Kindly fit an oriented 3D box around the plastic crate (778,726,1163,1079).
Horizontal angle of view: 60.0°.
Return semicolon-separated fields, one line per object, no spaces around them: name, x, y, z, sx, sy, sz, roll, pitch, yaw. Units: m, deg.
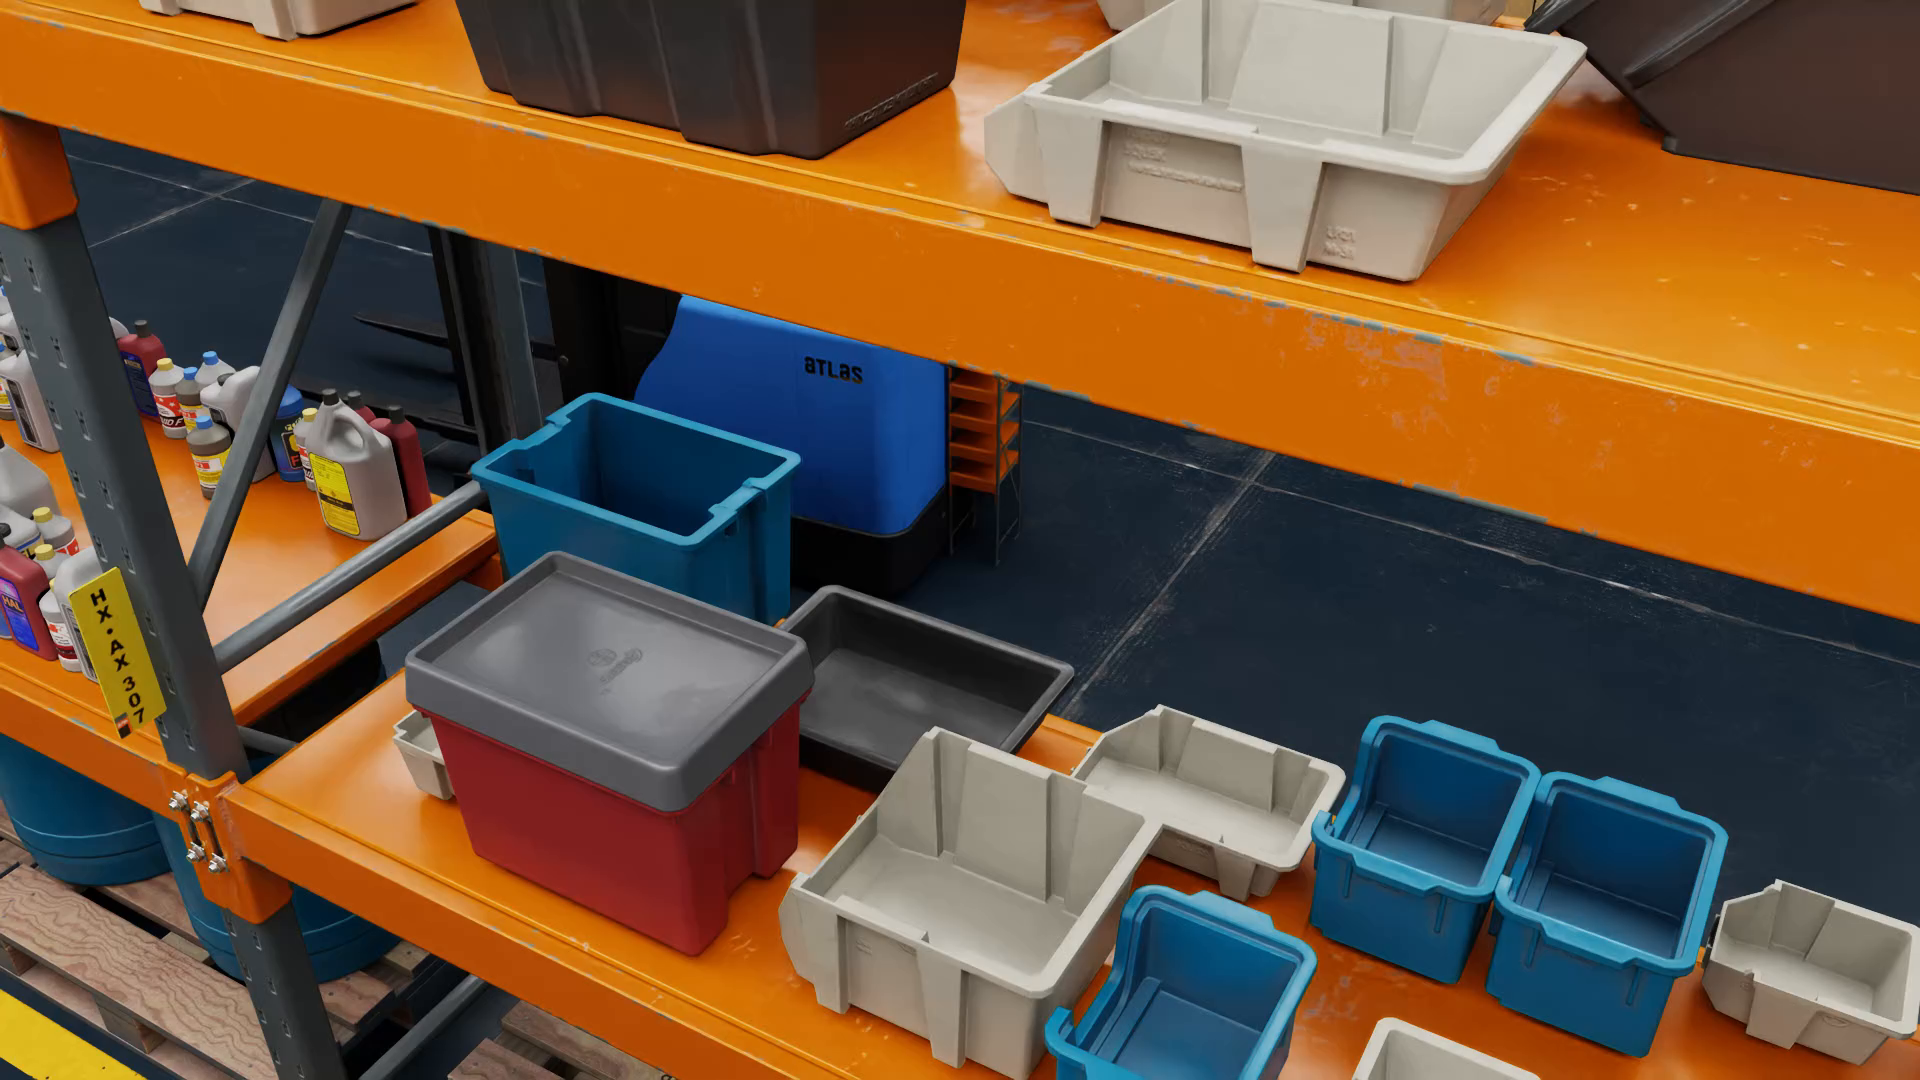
plastic crate;0.000;0.590;2.711;0.530;0.282;0.437;18;37;24

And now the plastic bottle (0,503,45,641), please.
plastic bottle;-2.054;0.055;3.573;0.135;0.276;0.152;18;37;24

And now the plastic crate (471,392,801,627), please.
plastic crate;-0.660;0.003;3.500;0.575;0.384;0.392;18;37;24

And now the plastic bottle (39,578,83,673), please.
plastic bottle;-1.852;0.168;3.470;0.097;0.201;0.097;0;34;0

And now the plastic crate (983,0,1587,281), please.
plastic crate;0.321;-0.431;1.722;0.530;0.136;0.437;18;37;24

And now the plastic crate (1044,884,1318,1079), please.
plastic crate;0.328;0.760;2.499;0.300;0.233;0.416;18;37;24

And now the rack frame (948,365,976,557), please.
rack frame;0.009;-0.500;5.918;0.006;1.200;0.240;13;36;19

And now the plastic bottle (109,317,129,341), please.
plastic bottle;-2.251;-0.457;4.341;0.135;0.276;0.152;18;37;24

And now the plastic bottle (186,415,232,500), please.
plastic bottle;-1.811;-0.206;4.033;0.097;0.201;0.097;0;34;0

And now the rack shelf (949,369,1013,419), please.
rack shelf;0.094;-0.543;5.846;0.180;0.103;0.258;13;36;19

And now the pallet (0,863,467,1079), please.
pallet;-1.884;0.985;4.580;1.213;0.211;1.003;18;37;24

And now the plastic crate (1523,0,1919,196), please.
plastic crate;1.048;-0.618;1.822;0.767;0.338;0.504;18;37;24

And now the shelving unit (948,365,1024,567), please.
shelving unit;0.094;-0.480;5.888;0.189;1.200;0.258;13;36;19

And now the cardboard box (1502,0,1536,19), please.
cardboard box;1.980;-1.957;6.392;0.500;0.500;0.500;18;38;25

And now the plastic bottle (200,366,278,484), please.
plastic bottle;-1.765;-0.303;4.110;0.135;0.276;0.152;18;37;24

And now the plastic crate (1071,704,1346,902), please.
plastic crate;0.426;0.476;3.013;0.466;0.136;0.293;18;37;24

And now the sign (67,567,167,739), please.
sign;-1.509;0.206;2.985;0.005;0.325;0.100;18;37;24

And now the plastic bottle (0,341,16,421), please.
plastic bottle;-2.498;-0.424;4.360;0.097;0.201;0.097;0;34;0

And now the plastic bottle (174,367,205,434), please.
plastic bottle;-1.937;-0.343;4.239;0.097;0.201;0.097;0;34;0

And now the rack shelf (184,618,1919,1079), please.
rack shelf;0.502;0.906;2.832;4.000;0.370;1.077;18;37;24

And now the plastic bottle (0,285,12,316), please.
plastic bottle;-2.540;-0.564;4.506;0.097;0.271;0.097;0;34;0

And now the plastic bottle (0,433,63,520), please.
plastic bottle;-2.124;-0.087;3.719;0.185;0.351;0.144;18;37;24

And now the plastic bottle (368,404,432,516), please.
plastic bottle;-1.341;-0.201;3.950;0.133;0.283;0.061;18;37;24

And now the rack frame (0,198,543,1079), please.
rack frame;-1.235;0.057;3.458;0.127;3.000;1.000;18;37;24

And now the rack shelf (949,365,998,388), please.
rack shelf;0.094;-0.643;5.780;0.180;0.103;0.258;13;36;19

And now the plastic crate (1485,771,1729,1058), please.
plastic crate;1.044;0.613;2.720;0.300;0.233;0.416;18;37;24

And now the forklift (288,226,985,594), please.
forklift;-1.391;-1.549;5.932;3.031;2.935;1.130;13;36;19

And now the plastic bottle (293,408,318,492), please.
plastic bottle;-1.566;-0.226;4.062;0.097;0.201;0.097;0;34;0

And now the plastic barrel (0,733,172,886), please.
plastic barrel;-2.313;0.403;4.453;0.708;0.901;0.600;18;37;24

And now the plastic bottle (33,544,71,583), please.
plastic bottle;-1.937;0.102;3.570;0.097;0.201;0.097;0;34;0

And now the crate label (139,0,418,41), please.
crate label;-0.953;-0.808;2.289;0.466;0.136;0.293;18;37;24
